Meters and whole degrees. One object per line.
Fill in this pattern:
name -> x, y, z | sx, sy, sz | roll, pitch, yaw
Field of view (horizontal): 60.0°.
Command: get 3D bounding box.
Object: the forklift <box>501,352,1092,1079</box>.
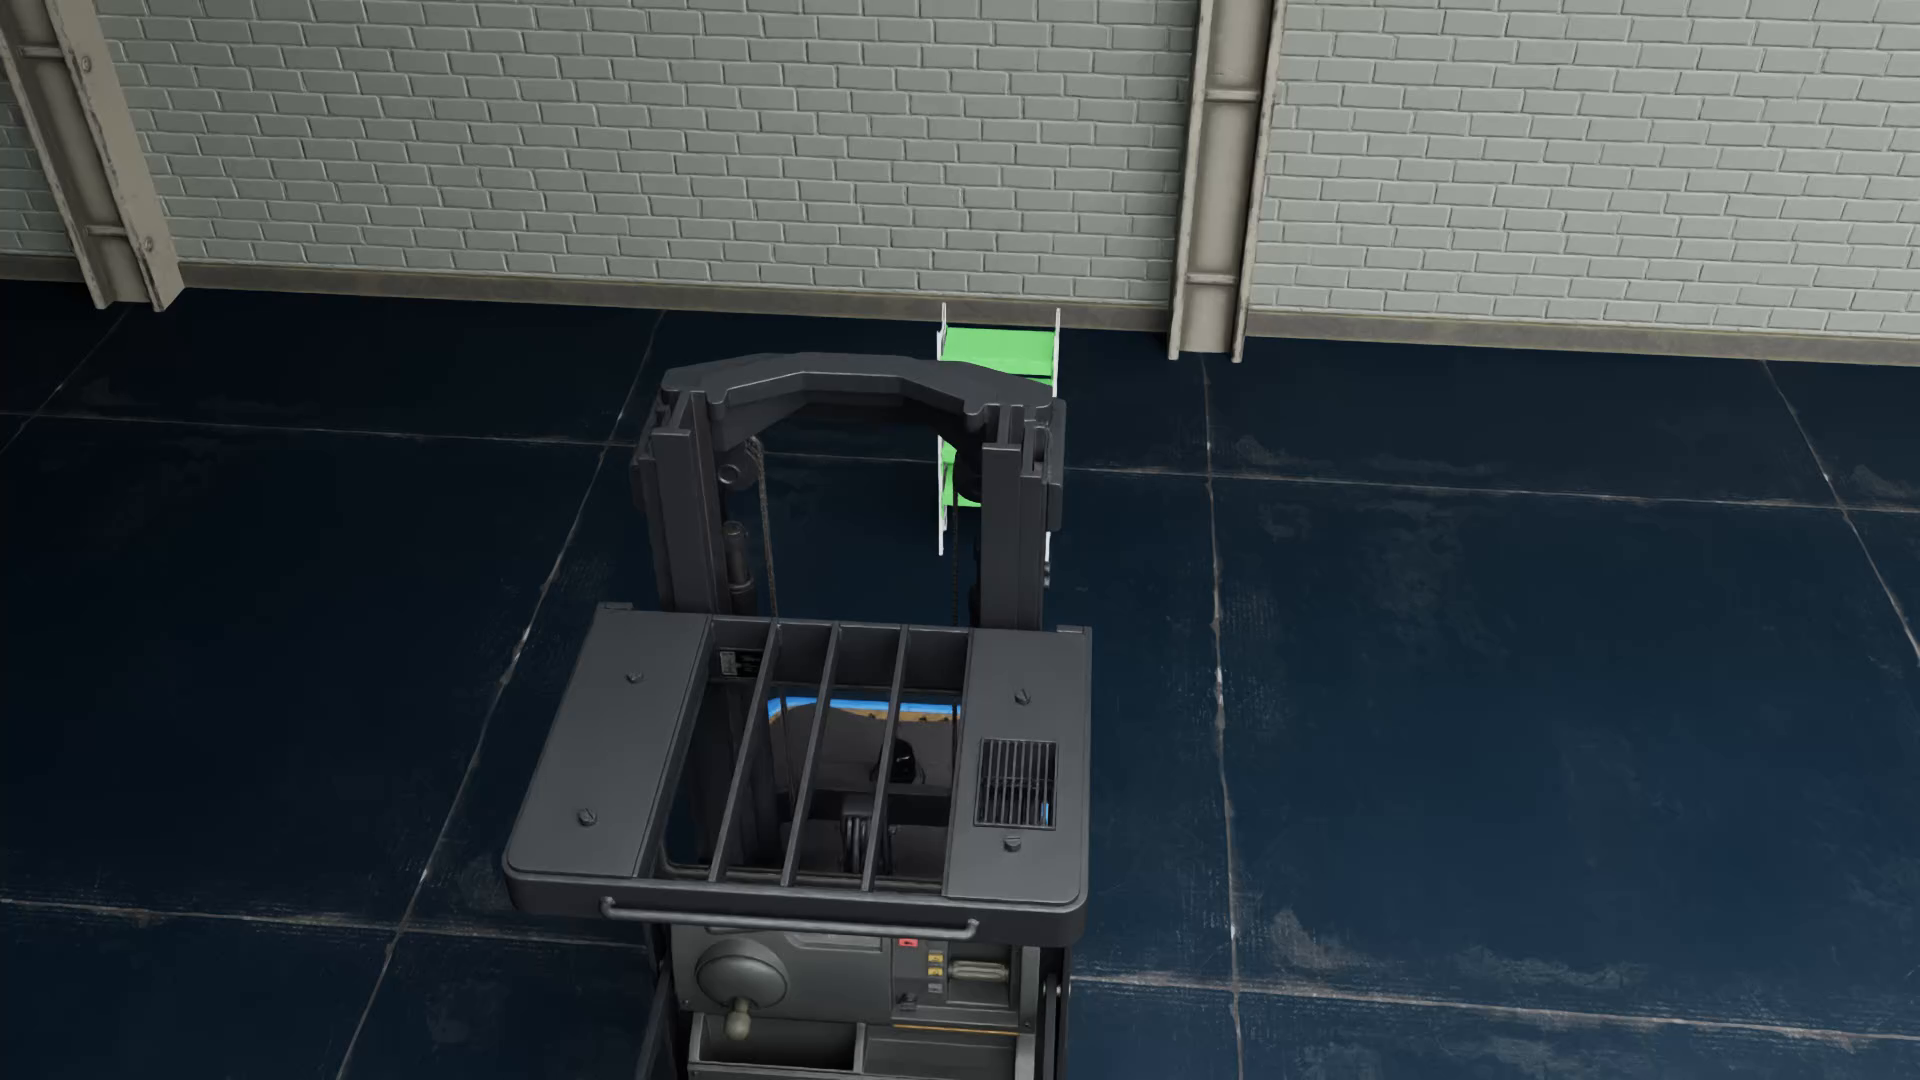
forklift -> -0.278, 1.148, 4.017 | 1.130, 2.935, 3.031 | 3, 39, 3

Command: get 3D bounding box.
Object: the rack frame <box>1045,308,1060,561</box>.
rack frame -> 0.408, -0.443, 7.344 | 0.015, 1.200, 0.240 | 3, 39, 4

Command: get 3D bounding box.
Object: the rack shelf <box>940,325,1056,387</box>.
rack shelf -> 0.165, -0.779, 7.097 | 0.480, 0.148, 0.258 | 3, 39, 4

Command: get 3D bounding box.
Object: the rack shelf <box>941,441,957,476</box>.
rack shelf -> 0.165, -0.407, 7.400 | 0.480, 0.148, 0.258 | 3, 39, 4

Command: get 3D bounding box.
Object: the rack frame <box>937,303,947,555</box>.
rack frame -> -0.078, -0.470, 7.376 | 0.015, 1.200, 0.240 | 3, 39, 4

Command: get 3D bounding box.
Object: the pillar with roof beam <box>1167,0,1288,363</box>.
pillar with roof beam -> 0.955, -1.841, 2.884 | 0.400, 9.000, 9.100 | 3, 39, 4

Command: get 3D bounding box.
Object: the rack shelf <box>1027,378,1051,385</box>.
rack shelf -> 0.165, -0.593, 7.249 | 0.480, 0.148, 0.258 | 3, 39, 4

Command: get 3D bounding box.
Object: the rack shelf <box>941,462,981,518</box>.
rack shelf -> 0.165, -0.221, 7.552 | 0.480, 0.148, 0.258 | 3, 39, 4

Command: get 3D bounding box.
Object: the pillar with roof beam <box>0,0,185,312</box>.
pillar with roof beam -> -5.023, -2.168, 3.285 | 0.400, 9.000, 9.100 | 3, 39, 4

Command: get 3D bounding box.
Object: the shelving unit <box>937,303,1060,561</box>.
shelving unit -> 0.165, -0.456, 7.360 | 0.503, 1.200, 0.258 | 3, 39, 4
